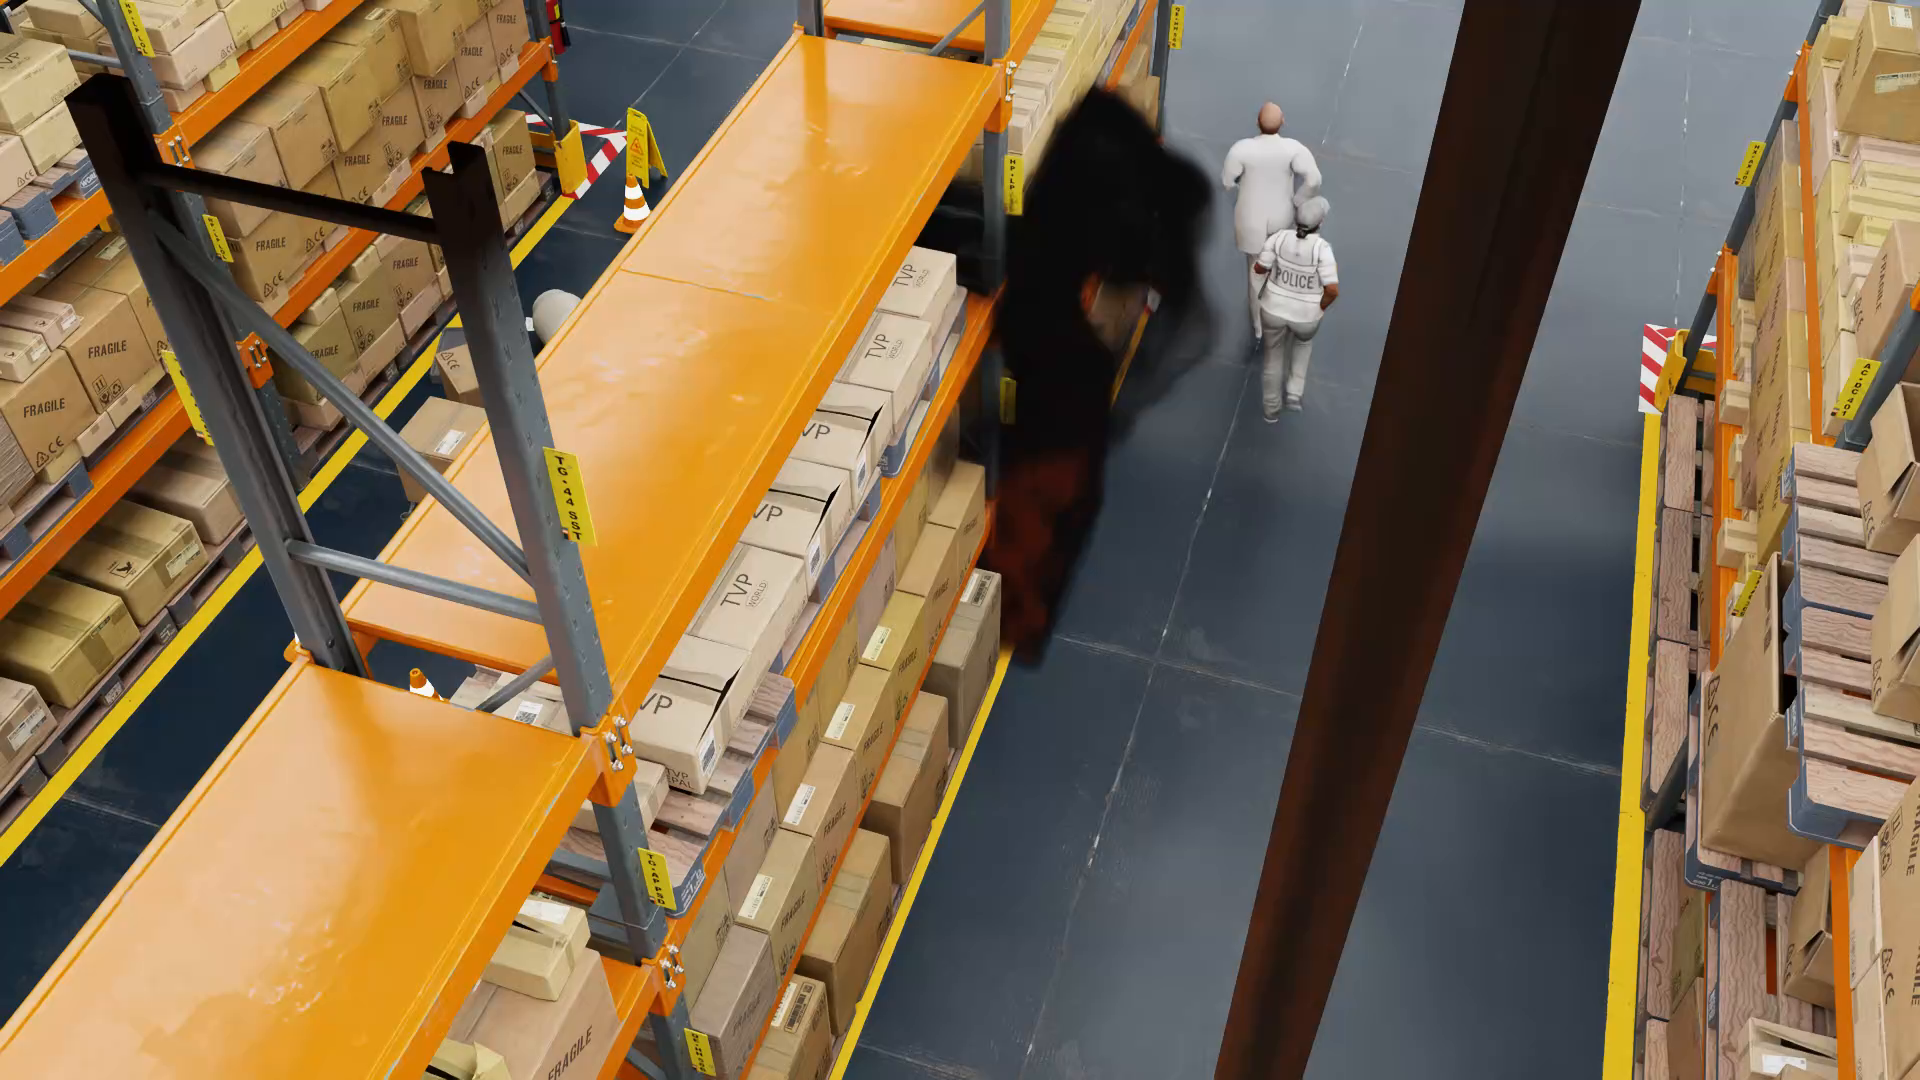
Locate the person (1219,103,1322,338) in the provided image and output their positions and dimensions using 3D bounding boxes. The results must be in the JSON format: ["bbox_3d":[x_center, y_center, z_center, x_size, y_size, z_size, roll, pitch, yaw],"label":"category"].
[{"bbox_3d":[2.223,-2.351,12.250,0.690,1.824,0.873,-1,46,-1],"label":"person"}]

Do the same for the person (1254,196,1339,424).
[{"bbox_3d":[2.225,-1.544,11.128,0.581,1.722,0.633,13,47,13],"label":"person"}]
